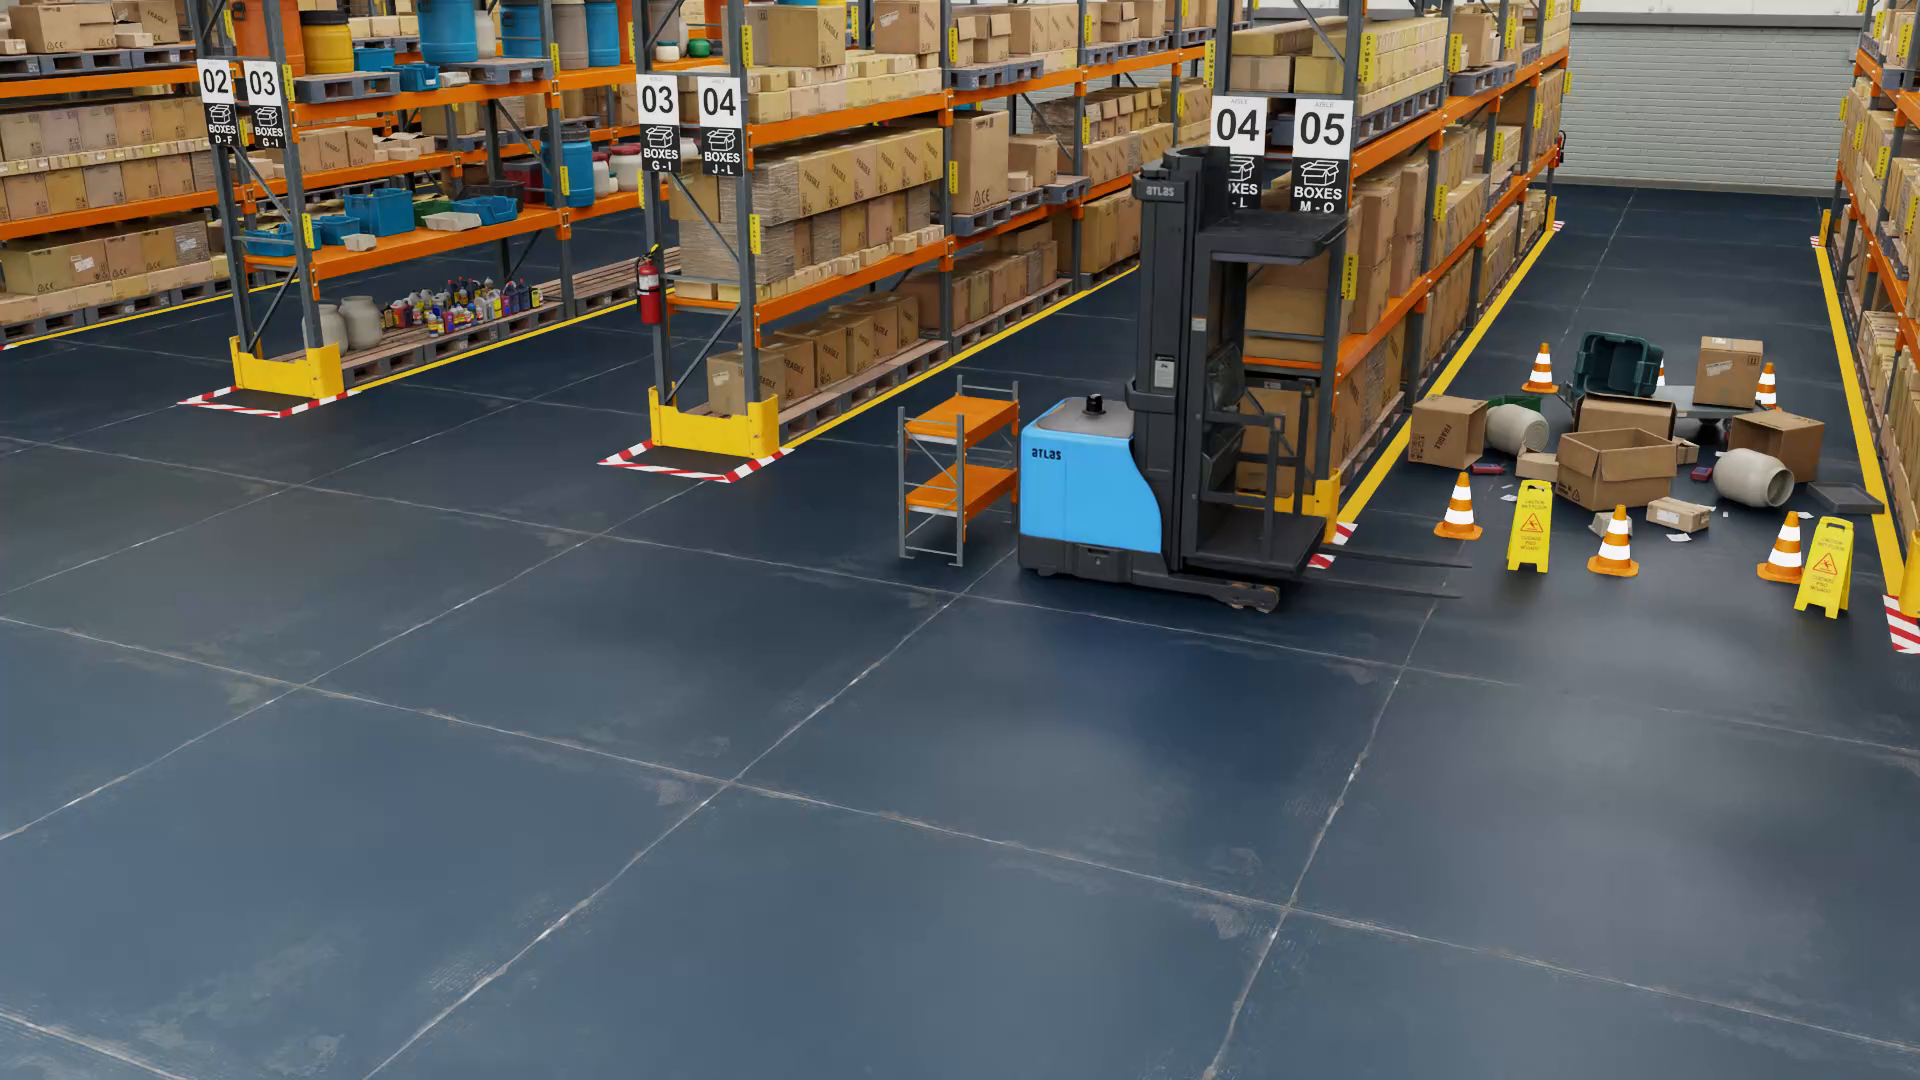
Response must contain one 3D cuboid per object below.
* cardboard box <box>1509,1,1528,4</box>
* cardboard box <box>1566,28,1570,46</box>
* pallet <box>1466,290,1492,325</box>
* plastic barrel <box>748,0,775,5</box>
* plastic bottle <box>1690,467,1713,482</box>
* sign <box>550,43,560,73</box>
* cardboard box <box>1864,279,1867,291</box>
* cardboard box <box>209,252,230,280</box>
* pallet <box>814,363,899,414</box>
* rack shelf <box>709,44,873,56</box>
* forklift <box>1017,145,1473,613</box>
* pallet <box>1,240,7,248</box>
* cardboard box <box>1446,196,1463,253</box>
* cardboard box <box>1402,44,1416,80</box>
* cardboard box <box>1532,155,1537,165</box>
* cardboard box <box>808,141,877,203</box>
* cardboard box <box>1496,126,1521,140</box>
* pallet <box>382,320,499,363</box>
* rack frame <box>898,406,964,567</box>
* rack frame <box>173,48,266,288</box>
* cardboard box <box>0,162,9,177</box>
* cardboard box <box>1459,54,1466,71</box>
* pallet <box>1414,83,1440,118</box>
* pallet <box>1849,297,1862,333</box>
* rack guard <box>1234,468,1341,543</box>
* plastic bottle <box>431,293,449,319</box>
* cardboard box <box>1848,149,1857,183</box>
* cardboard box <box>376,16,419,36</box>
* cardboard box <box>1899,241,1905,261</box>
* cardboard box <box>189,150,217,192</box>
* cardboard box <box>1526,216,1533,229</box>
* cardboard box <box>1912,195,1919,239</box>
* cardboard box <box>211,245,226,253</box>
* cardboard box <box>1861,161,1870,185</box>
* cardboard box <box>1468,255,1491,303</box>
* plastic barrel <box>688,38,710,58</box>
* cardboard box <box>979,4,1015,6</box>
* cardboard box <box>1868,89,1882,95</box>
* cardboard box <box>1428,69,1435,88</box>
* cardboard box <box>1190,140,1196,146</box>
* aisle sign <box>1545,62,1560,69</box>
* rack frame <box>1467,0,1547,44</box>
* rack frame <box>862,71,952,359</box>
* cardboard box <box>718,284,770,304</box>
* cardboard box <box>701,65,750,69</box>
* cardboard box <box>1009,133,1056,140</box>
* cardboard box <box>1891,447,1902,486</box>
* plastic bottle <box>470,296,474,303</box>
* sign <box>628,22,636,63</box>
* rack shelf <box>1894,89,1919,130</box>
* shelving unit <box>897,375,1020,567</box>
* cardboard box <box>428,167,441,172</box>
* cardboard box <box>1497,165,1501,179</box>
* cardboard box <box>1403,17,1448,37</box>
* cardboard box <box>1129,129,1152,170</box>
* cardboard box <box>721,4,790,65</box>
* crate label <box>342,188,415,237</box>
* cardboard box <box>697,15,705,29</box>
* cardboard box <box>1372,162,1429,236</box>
[{"bbox_3d":[8.079,-7.782,24.280,0.380,0.149,0.250,9,22,24],"label":"cardboard box"},{"bbox_3d":[8.882,-7.567,25.017,0.500,0.250,0.500,8,21,22],"label":"cardboard box"},{"bbox_3d":[5.872,-2.879,20.249,1.003,0.211,1.213,9,21,23],"label":"pallet"},{"bbox_3d":[-2.863,-7.583,24.008,0.433,0.535,0.433,0,20,0],"label":"plastic barrel"},{"bbox_3d":[6.231,-0.561,13.956,0.133,0.061,0.283,13,23,32],"label":"plastic bottle"},{"bbox_3d":[-4.592,-5.461,18.858,0.100,0.325,0.005,9,21,23],"label":"sign"},{"bbox_3d":[10.836,-2.974,18.900,0.875,0.875,0.875,9,21,23],"label":"cardboard box"},{"bbox_3d":[-9.597,-3.534,21.405,0.500,0.250,0.500,9,21,23],"label":"cardboard box"},{"bbox_3d":[-1.312,-1.544,16.497,1.003,0.211,1.213,9,21,23],"label":"pallet"},{"bbox_3d":[-2.632,-7.031,24.359,1.077,0.370,4.000,9,21,23],"label":"rack shelf"},{"bbox_3d":[1.975,-1.098,11.183,3.031,2.935,1.130,8,21,21],"label":"forklift"},{"bbox_3d":[-13.810,-4.406,24.543,1.003,0.211,1.213,9,21,23],"label":"pallet"},{"bbox_3d":[4.787,-3.209,16.867,0.500,0.500,0.500,8,21,22],"label":"cardboard box"},{"bbox_3d":[3.326,-3.811,13.237,0.500,0.250,0.500,8,21,22],"label":"cardboard box"},{"bbox_3d":[7.982,-5.428,23.631,0.380,0.149,0.250,9,21,24],"label":"cardboard box"},{"bbox_3d":[-1.121,-3.468,15.657,0.500,0.500,0.500,9,21,23],"label":"cardboard box"},{"bbox_3d":[7.203,-5.387,22.000,0.380,0.149,0.250,10,22,25],"label":"cardboard box"},{"bbox_3d":[-5.901,-2.235,18.437,1.003,0.211,1.213,9,21,23],"label":"pallet"},{"bbox_3d":[-0.205,-0.377,11.849,0.500,1.125,0.032,9,21,23],"label":"rack frame"},{"bbox_3d":[-9.607,-4.803,21.498,1.000,3.000,0.127,9,21,23],"label":"rack frame"},{"bbox_3d":[-10.782,-4.105,18.416,0.380,0.149,0.250,8,21,21],"label":"cardboard box"},{"bbox_3d":[4.724,-4.664,16.229,0.380,0.149,0.250,9,21,23],"label":"cardboard box"},{"bbox_3d":[3.568,-3.854,14.485,1.003,0.211,1.213,9,21,23],"label":"pallet"},{"bbox_3d":[11.001,-2.594,19.448,1.003,0.211,1.213,9,21,23],"label":"pallet"},{"bbox_3d":[2.265,-0.323,12.632,1.175,0.500,0.348,9,21,23],"label":"rack guard"},{"bbox_3d":[-5.904,-2.656,18.869,0.152,0.276,0.135,9,21,23],"label":"plastic bottle"},{"bbox_3d":[11.909,-4.911,21.651,0.500,0.500,0.500,8,21,21],"label":"cardboard box"},{"bbox_3d":[-8.103,-7.420,23.977,0.500,0.250,0.500,7,21,19],"label":"cardboard box"},{"bbox_3d":[8.727,-2.598,15.045,0.380,0.149,0.250,9,21,23],"label":"cardboard box"},{"bbox_3d":[-9.783,-4.714,21.097,0.700,0.500,0.500,8,21,21],"label":"cardboard box"},{"bbox_3d":[8.126,-4.639,24.221,0.380,0.149,0.250,8,21,22],"label":"cardboard box"},{"bbox_3d":[8.092,-2.637,13.321,0.700,0.500,0.500,8,21,22],"label":"cardboard box"},{"bbox_3d":[-9.702,-3.872,22.357,0.500,0.250,0.500,8,21,22],"label":"cardboard box"},{"bbox_3d":[10.890,-4.284,19.515,0.500,0.250,0.500,9,21,23],"label":"cardboard box"},{"bbox_3d":[6.073,-3.155,19.969,0.500,0.500,0.500,8,21,20],"label":"cardboard box"},{"bbox_3d":[-3.506,-6.603,22.313,0.294,0.245,0.294,0,20,0],"label":"plastic barrel"},{"bbox_3d":[0.429,-6.099,19.769,0.500,0.500,0.500,9,21,23],"label":"cardboard box"},{"bbox_3d":[12.057,-5.792,21.669,0.380,0.149,0.250,8,21,22],"label":"cardboard box"},{"bbox_3d":[3.848,-3.960,14.249,0.380,0.149,0.250,9,21,24],"label":"cardboard box"},{"bbox_3d":[3.345,-5.976,25.170,0.380,0.149,0.250,9,22,24],"label":"cardboard box"},{"bbox_3d":[9.130,-7.606,25.498,0.394,0.787,0.004,9,21,23],"label":"aisle sign"},{"bbox_3d":[7.189,-8.003,21.544,1.000,3.000,0.127,9,21,23],"label":"rack frame"},{"bbox_3d":[-0.571,-3.443,17.673,1.000,3.000,0.127,9,21,23],"label":"rack frame"},{"bbox_3d":[-1.875,-2.156,14.430,0.380,0.149,0.250,9,21,23],"label":"cardboard box"},{"bbox_3d":[-2.073,-4.120,14.730,0.380,0.149,0.250,9,21,23],"label":"cardboard box"},{"bbox_3d":[0.883,-4.740,20.544,0.500,0.500,0.500,6,20,16],"label":"cardboard box"},{"bbox_3d":[7.559,-0.515,12.916,0.500,0.250,0.500,8,21,22],"label":"cardboard box"},{"bbox_3d":[-5.469,-2.621,18.760,0.061,0.283,0.133,9,21,23],"label":"plastic bottle"},{"bbox_3d":[-2.707,-4.133,13.815,0.100,0.325,0.005,9,21,23],"label":"sign"},{"bbox_3d":[9.289,-3.769,15.186,1.077,0.370,4.000,9,21,23],"label":"rack shelf"},{"bbox_3d":[0.003,-0.532,12.286,0.538,1.125,1.048,9,21,23],"label":"shelving unit"},{"bbox_3d":[-10.243,-7.315,31.665,0.700,0.500,0.500,8,21,22],"label":"cardboard box"},{"bbox_3d":[6.459,-4.548,20.529,0.380,0.149,0.250,9,21,23],"label":"cardboard box"},{"bbox_3d":[4.054,-4.491,14.553,0.380,0.149,0.250,8,21,22],"label":"cardboard box"},{"bbox_3d":[2.346,-5.444,23.151,0.500,0.500,0.500,8,21,22],"label":"cardboard box"},{"bbox_3d":[-1.805,-4.565,15.011,0.500,0.500,0.500,9,21,23],"label":"cardboard box"},{"bbox_3d":[-6.220,-3.516,17.826,0.502,0.435,0.616,9,21,23],"label":"crate label"},{"bbox_3d":[-4.878,-9.470,30.367,0.500,0.250,0.500,9,21,23],"label":"cardboard box"},{"bbox_3d":[3.611,-3.019,14.645,0.875,0.550,0.550,9,21,23],"label":"cardboard box"}]
